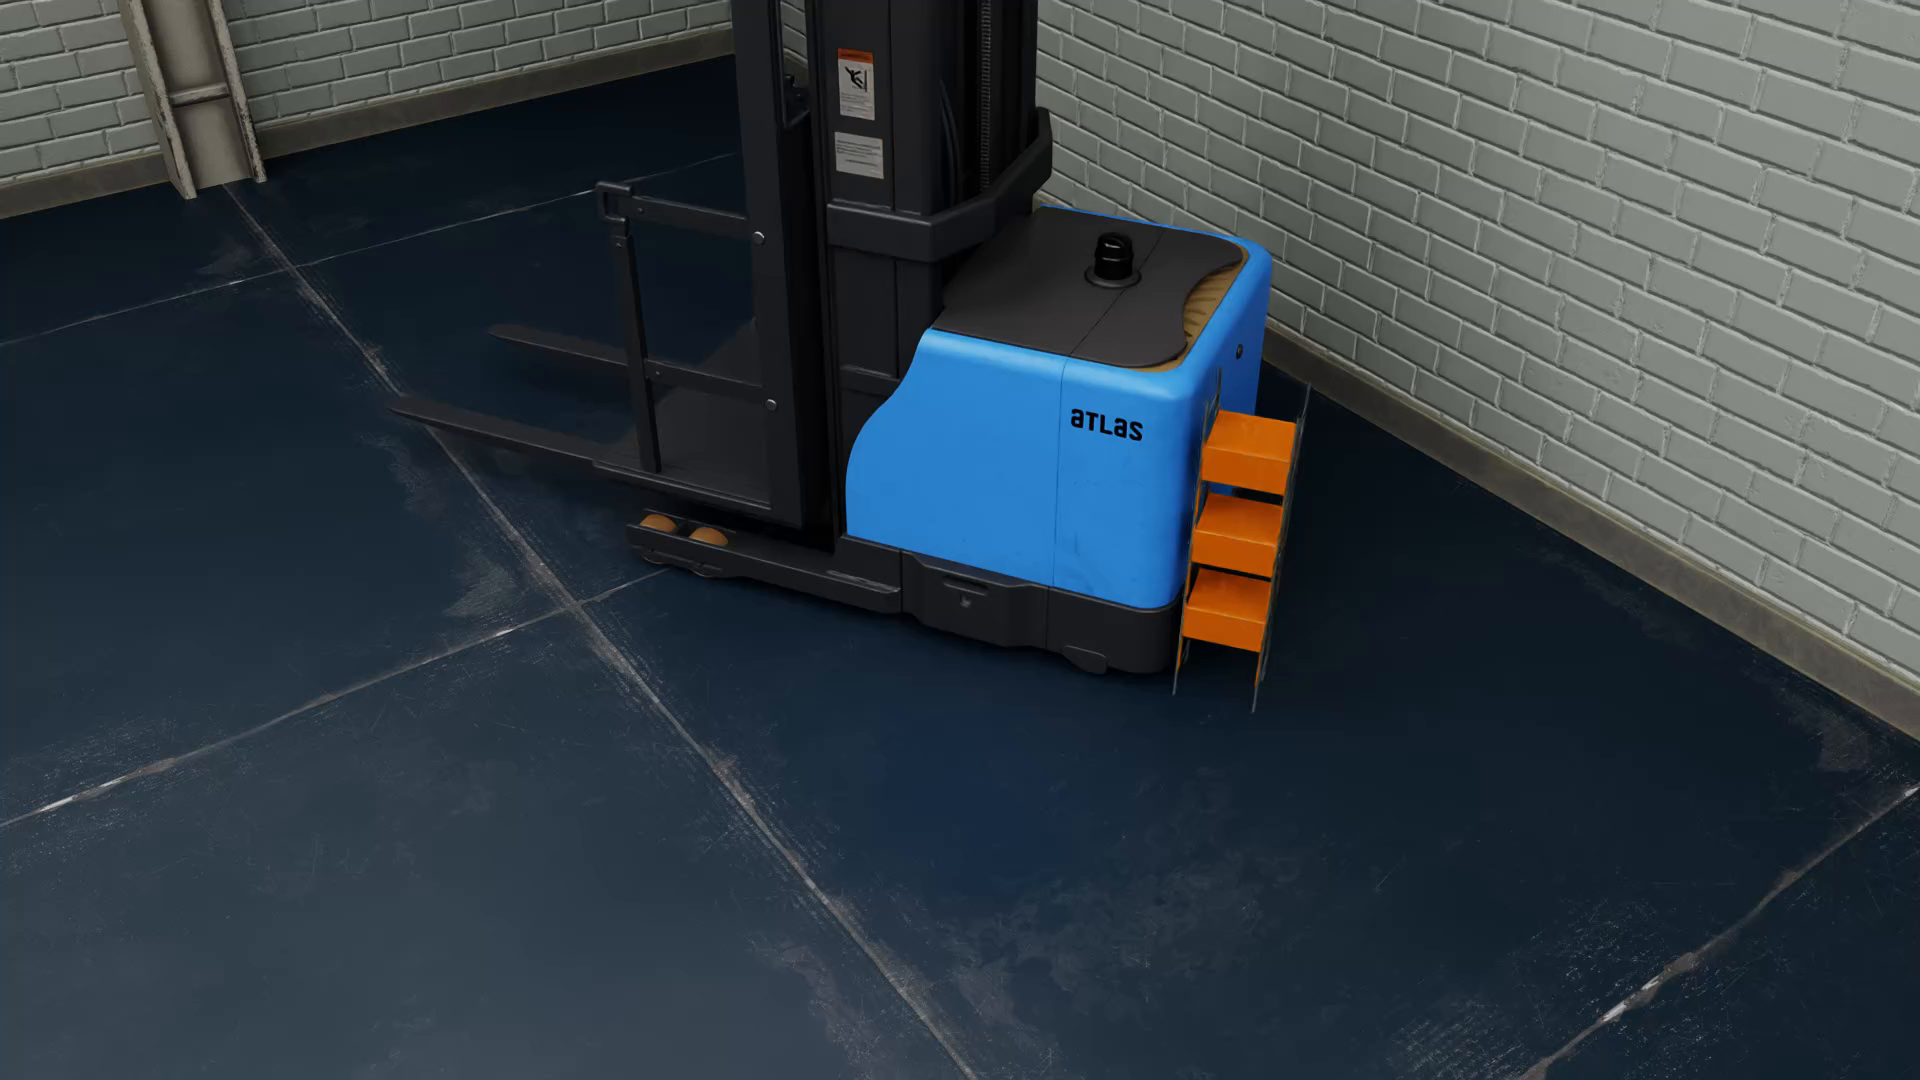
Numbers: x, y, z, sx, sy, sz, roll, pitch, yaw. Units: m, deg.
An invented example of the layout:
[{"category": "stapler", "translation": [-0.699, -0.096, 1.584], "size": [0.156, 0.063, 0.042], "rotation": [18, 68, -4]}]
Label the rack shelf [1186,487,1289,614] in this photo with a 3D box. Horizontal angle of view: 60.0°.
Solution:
[{"category": "rack shelf", "translation": [0.806, 0.029, 4.825], "size": [0.240, 0.259, 0.215], "rotation": [12, 38, 14]}]

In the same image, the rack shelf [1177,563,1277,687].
[{"category": "rack shelf", "translation": [0.803, 0.253, 4.990], "size": [0.240, 0.259, 0.215], "rotation": [12, 38, 14]}]

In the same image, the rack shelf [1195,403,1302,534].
[{"category": "rack shelf", "translation": [0.809, -0.200, 4.657], "size": [0.240, 0.259, 0.215], "rotation": [12, 38, 14]}]

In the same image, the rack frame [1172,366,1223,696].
[{"category": "rack frame", "translation": [0.690, -0.004, 4.849], "size": [0.008, 1.050, 0.200], "rotation": [12, 38, 14]}]

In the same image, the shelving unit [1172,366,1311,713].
[{"category": "shelving unit", "translation": [0.806, 0.020, 4.819], "size": [0.252, 1.050, 0.215], "rotation": [12, 38, 14]}]

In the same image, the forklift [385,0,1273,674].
[{"category": "forklift", "translation": [-0.573, -1.332, 5.092], "size": [3.031, 2.935, 1.130], "rotation": [14, 38, 19]}]

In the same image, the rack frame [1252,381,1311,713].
[{"category": "rack frame", "translation": [0.922, 0.044, 4.788], "size": [0.008, 1.050, 0.200], "rotation": [12, 38, 14]}]

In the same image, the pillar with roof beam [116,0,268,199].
[{"category": "pillar with roof beam", "translation": [-1.190, -3.384, 2.748], "size": [0.400, 9.000, 9.100], "rotation": [-22, 41, -28]}]
